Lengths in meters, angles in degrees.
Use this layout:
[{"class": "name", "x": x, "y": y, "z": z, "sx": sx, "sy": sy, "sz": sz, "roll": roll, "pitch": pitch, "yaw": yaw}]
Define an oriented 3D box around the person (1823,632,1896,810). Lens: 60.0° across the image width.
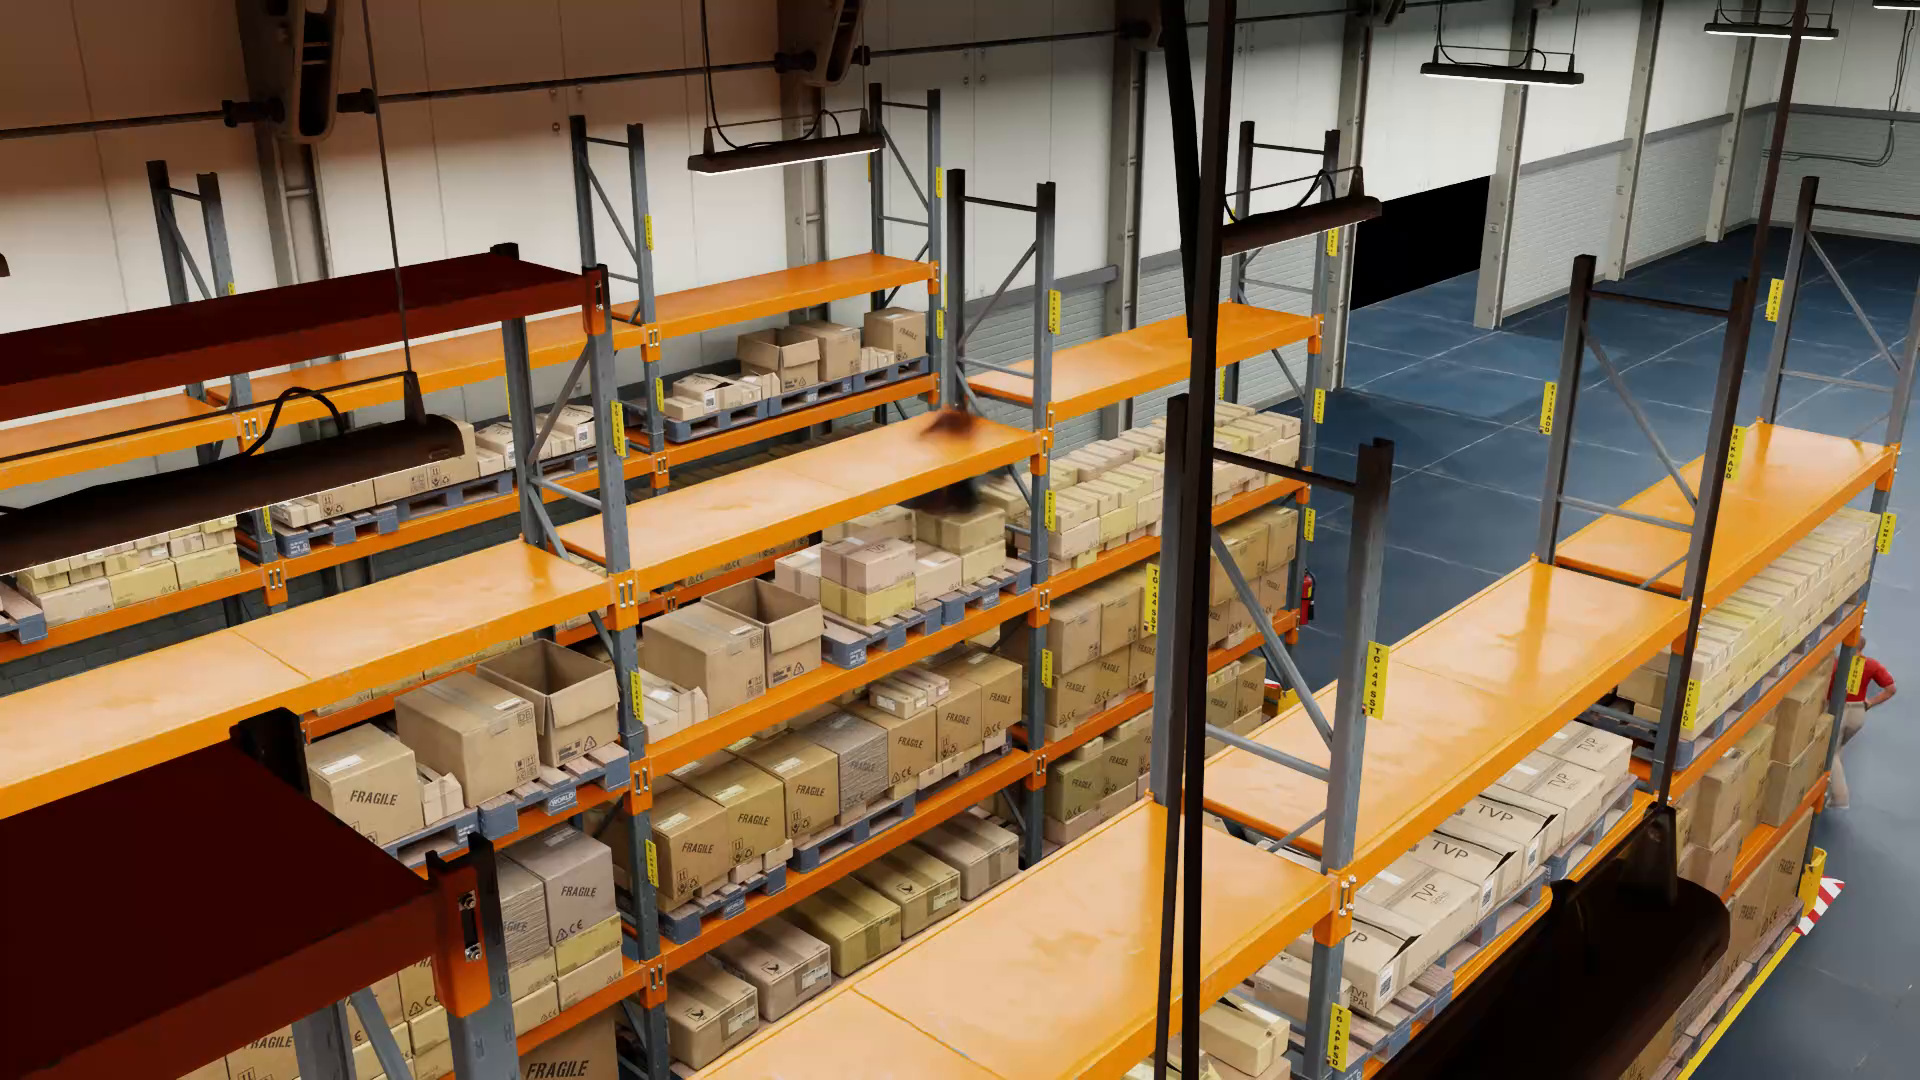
[{"class": "person", "x": 8.114, "y": 1.657, "z": 15.320, "sx": 0.665, "sy": 1.753, "sz": 0.882, "roll": -1, "pitch": 21, "yaw": -3}]
